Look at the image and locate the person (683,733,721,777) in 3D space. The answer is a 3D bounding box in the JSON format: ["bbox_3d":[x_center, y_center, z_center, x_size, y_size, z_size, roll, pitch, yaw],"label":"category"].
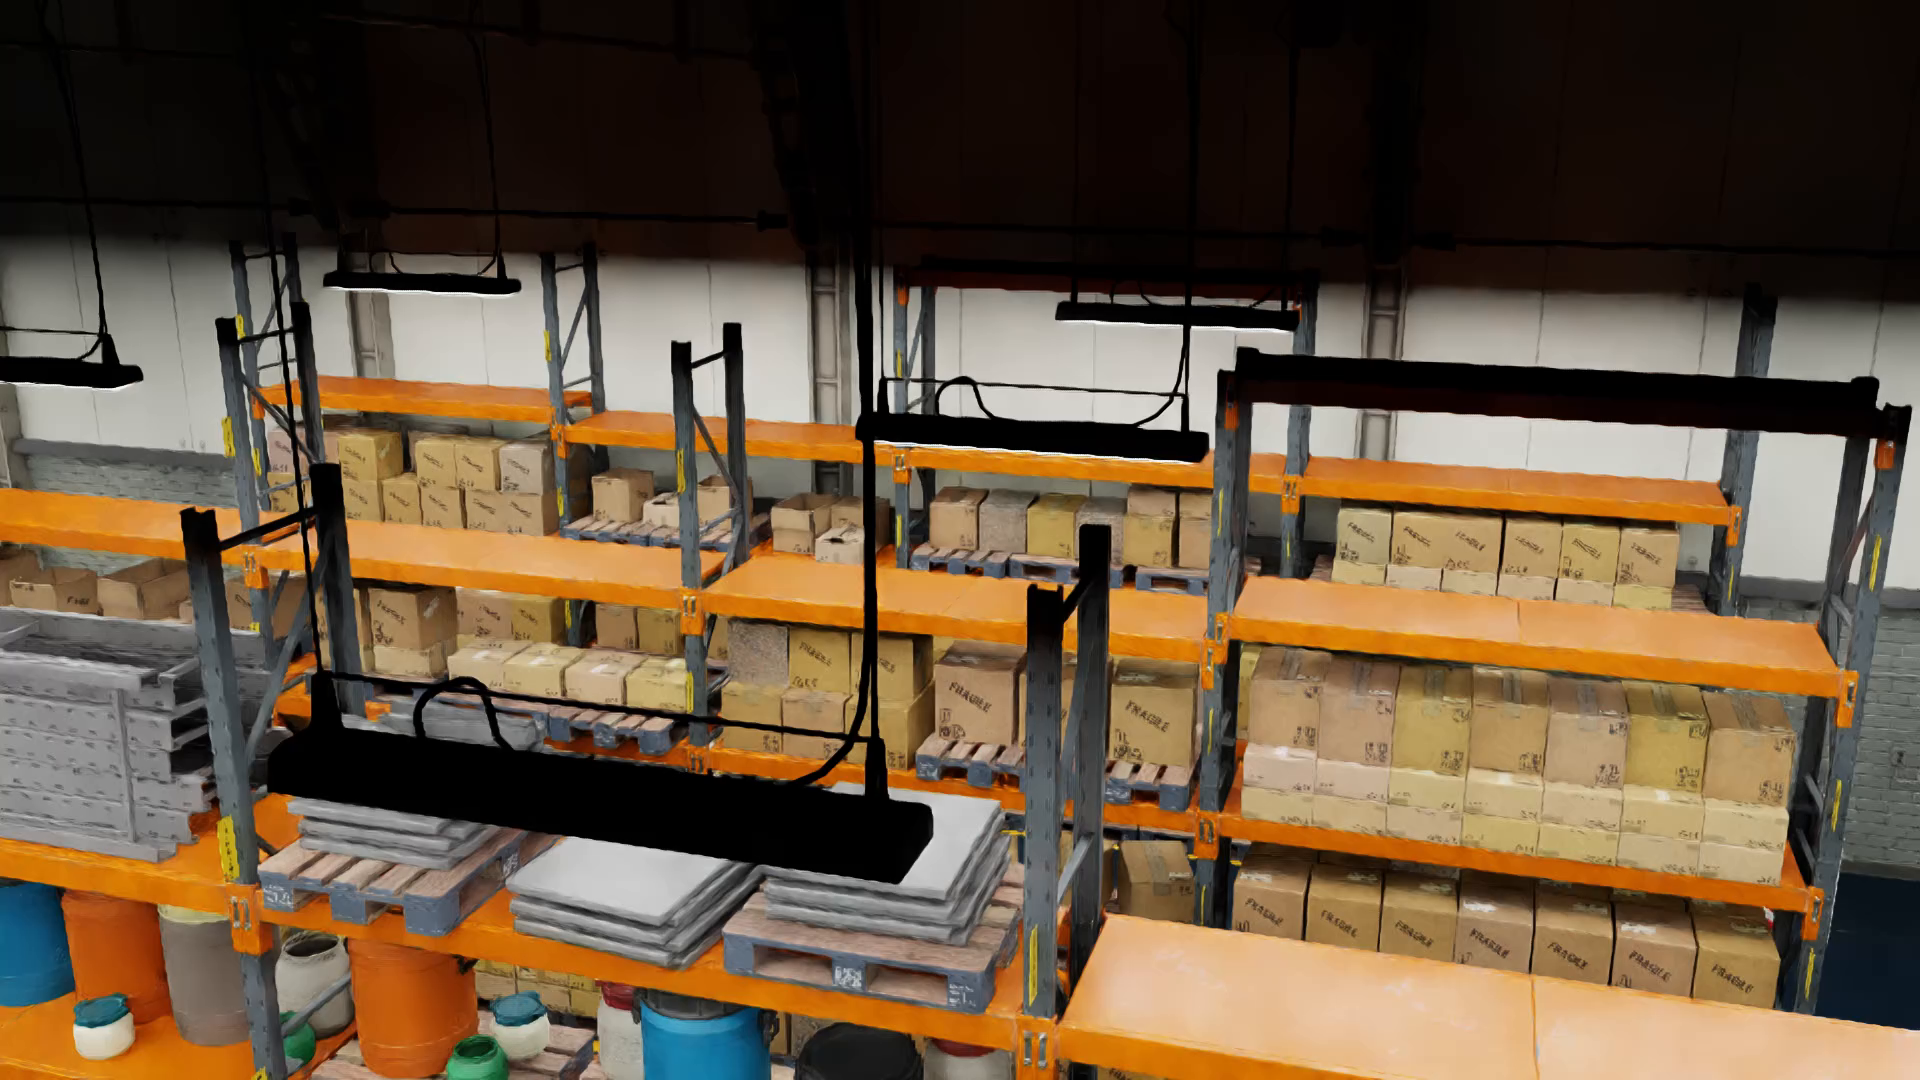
[{"bbox_3d":[-2.619,2.545,16.950,0.995,1.617,0.448,3,16,9],"label":"person"}]
